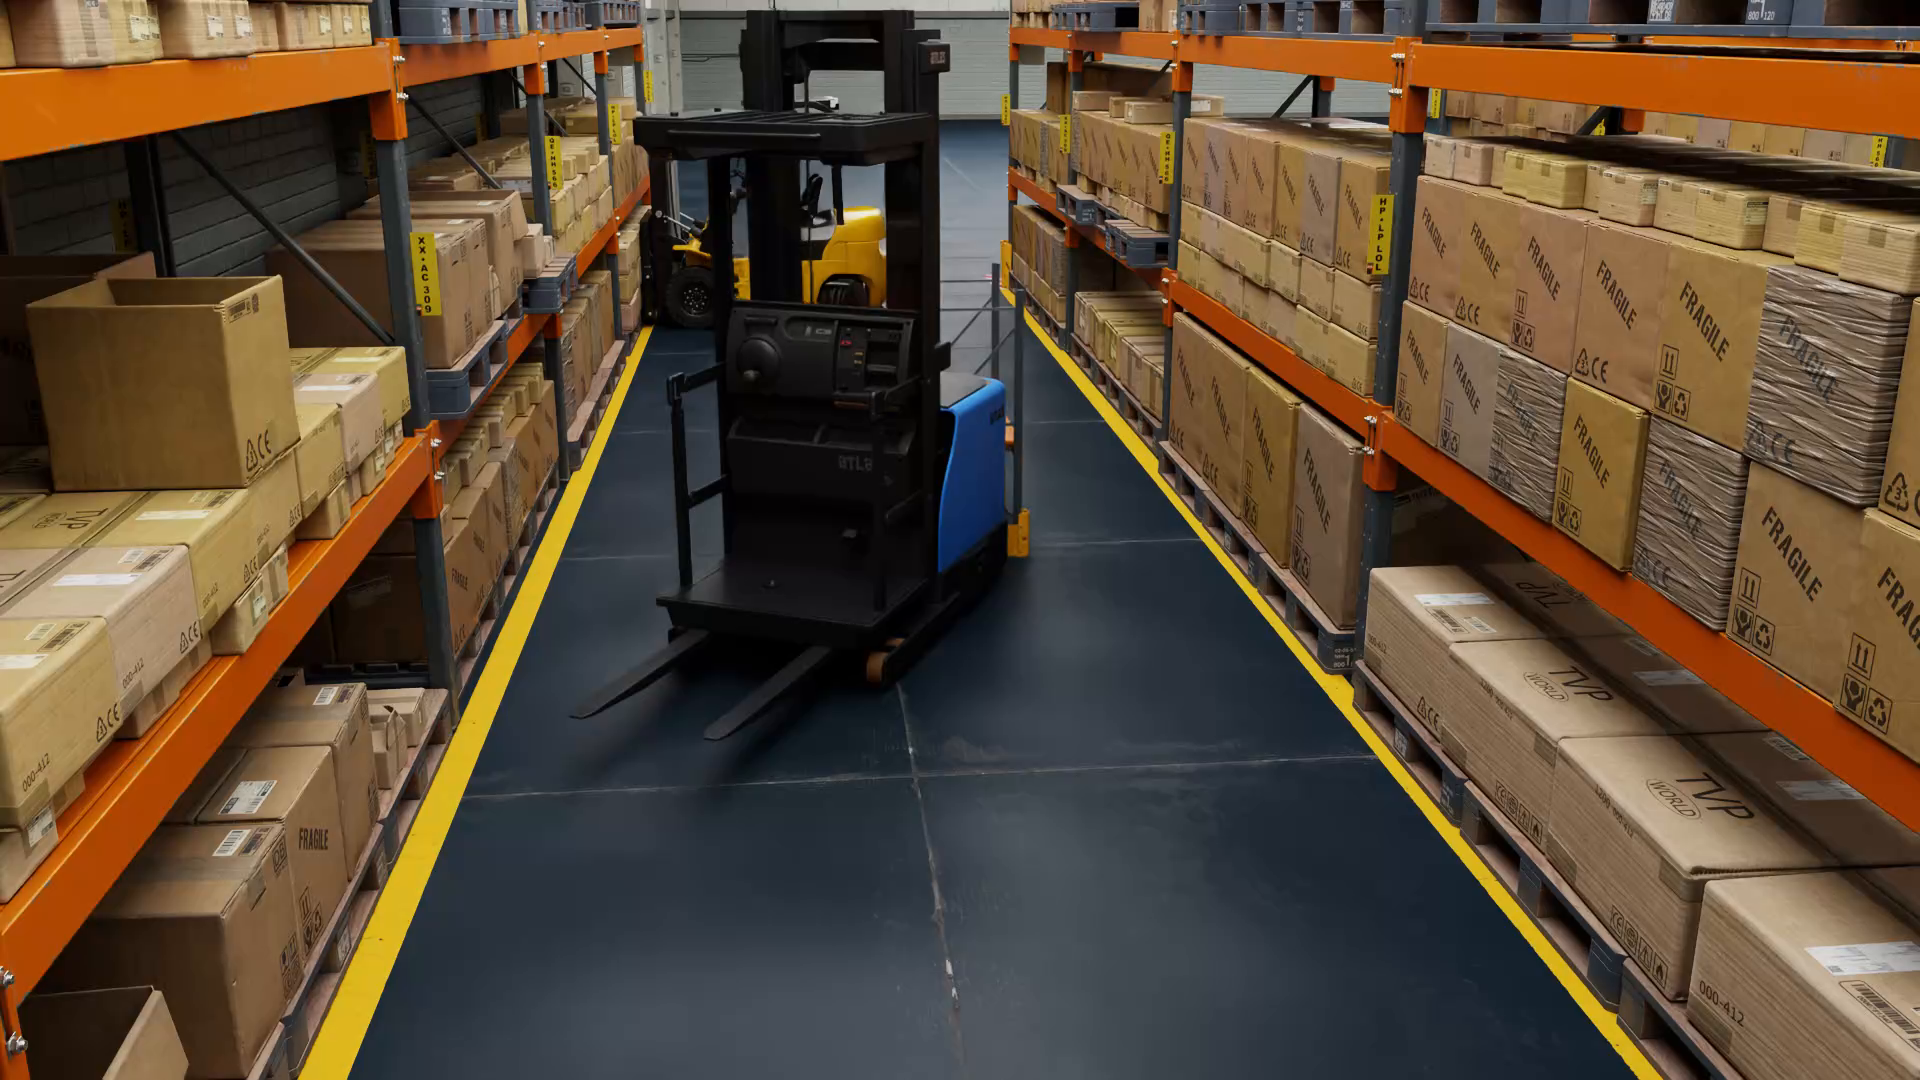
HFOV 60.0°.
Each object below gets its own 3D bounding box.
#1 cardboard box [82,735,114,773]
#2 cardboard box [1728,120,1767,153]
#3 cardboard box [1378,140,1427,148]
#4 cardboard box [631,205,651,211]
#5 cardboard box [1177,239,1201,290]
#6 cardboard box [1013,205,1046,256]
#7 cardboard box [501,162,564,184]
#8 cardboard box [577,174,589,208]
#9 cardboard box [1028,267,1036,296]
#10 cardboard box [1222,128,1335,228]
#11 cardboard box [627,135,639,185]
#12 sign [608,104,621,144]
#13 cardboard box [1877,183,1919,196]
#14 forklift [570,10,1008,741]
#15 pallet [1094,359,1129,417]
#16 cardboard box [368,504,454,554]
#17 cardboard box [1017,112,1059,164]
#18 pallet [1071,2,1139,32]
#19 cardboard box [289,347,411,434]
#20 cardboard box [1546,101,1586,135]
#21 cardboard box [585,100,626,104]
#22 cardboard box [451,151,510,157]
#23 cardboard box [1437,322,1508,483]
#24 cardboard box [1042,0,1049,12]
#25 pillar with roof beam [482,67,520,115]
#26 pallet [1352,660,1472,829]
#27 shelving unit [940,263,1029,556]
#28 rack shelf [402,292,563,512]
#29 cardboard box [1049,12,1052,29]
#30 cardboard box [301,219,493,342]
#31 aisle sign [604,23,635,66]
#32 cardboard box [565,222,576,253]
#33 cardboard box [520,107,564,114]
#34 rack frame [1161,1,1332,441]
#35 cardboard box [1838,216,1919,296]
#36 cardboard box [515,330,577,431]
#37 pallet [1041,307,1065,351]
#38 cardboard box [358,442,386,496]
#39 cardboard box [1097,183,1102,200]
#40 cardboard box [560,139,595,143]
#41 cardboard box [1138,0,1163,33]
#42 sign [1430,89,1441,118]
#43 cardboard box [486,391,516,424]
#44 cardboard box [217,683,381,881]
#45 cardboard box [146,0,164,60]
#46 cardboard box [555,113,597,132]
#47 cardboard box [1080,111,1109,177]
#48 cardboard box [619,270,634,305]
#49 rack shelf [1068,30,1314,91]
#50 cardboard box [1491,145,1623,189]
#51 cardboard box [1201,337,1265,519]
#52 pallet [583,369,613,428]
[{"bbox_3d":[-2.134,0.437,3.697,0.380,0.149,0.250,-2,18,-6],"label":"cardboard box"},{"bbox_3d":[6.588,-3.260,13.218,0.700,0.500,0.500,-2,18,-6],"label":"cardboard box"},{"bbox_3d":[2.397,-1.736,8.363,0.500,0.500,0.500,-2,18,-7],"label":"cardboard box"},{"bbox_3d":[-3.531,-3.430,17.814,0.500,0.250,0.500,-1,17,-4],"label":"cardboard box"},{"bbox_3d":[1.673,-1.738,10.455,0.500,0.250,0.500,-2,18,-7],"label":"cardboard box"},{"bbox_3d":[0.859,-3.337,17.935,0.500,0.500,0.500,-2,18,-7],"label":"cardboard box"},{"bbox_3d":[-2.924,-2.502,11.390,0.380,0.149,0.250,-2,17,-5],"label":"cardboard box"},{"bbox_3d":[-3.031,-2.572,12.278,0.500,0.250,0.500,-2,17,-5],"label":"cardboard box"},{"bbox_3d":[0.970,-2.671,17.068,0.500,0.250,0.500,-1,17,-2],"label":"cardboard box"},{"bbox_3d":[1.779,-2.031,9.302,0.500,0.500,0.500,-1,17,-4],"label":"cardboard box"},{"bbox_3d":[-3.480,-3.794,16.586,0.500,0.500,0.500,-2,18,-7],"label":"cardboard box"},{"bbox_3d":[-2.938,-3.534,14.127,0.100,0.325,0.005,-2,18,-6],"label":"sign"},{"bbox_3d":[2.818,-0.915,4.664,0.380,0.149,0.250,-2,18,-5],"label":"cardboard box"},{"bbox_3d":[-0.731,-0.868,7.550,1.130,2.935,3.031,6,19,19],"label":"forklift"},{"bbox_3d":[1.671,-1.228,13.236,1.003,0.211,1.213,-2,18,-6],"label":"pallet"},{"bbox_3d":[-2.424,-0.049,7.215,0.380,0.149,0.250,-1,17,-3],"label":"cardboard box"},{"bbox_3d":[0.877,-4.232,17.486,0.500,0.500,0.500,-1,17,-4],"label":"cardboard box"},{"bbox_3d":[1.528,-4.000,12.716,1.213,0.211,1.003,-2,18,-6],"label":"pallet"},{"bbox_3d":[-2.356,-0.543,6.152,0.500,0.250,0.500,-1,17,-4],"label":"cardboard box"},{"bbox_3d":[6.197,-4.196,15.980,0.875,0.550,0.550,-2,18,-6],"label":"cardboard box"},{"bbox_3d":[-3.580,-4.365,16.825,0.380,0.149,0.250,-2,18,-5],"label":"cardboard box"},{"bbox_3d":[-3.543,-2.790,12.307,0.380,0.149,0.250,-2,18,-5],"label":"cardboard box"},{"bbox_3d":[2.121,-0.521,6.162,0.500,0.500,0.500,-2,18,-5],"label":"cardboard box"},{"bbox_3d":[1.056,-5.082,15.603,0.500,0.250,0.500,-2,18,-7],"label":"cardboard box"},{"bbox_3d":[-0.432,-6.952,16.797,9.100,9.000,0.400,-2,18,-6],"label":"pillar with roof beam"},{"bbox_3d":[2.286,0.788,6.814,1.003,0.211,1.213,-2,18,-6],"label":"pallet"},{"bbox_3d":[0.042,-0.779,9.656,0.587,1.500,1.083,-2,18,-6],"label":"shelving unit"},{"bbox_3d":[-2.858,-0.869,8.639,1.077,0.370,4.000,-2,18,-6],"label":"rack shelf"},{"bbox_3d":[1.033,-4.858,15.553,0.380,0.149,0.250,-1,17,-4],"label":"cardboard box"},{"bbox_3d":[-2.532,-1.170,7.528,0.700,0.500,0.500,-2,17,-5],"label":"cardboard box"},{"bbox_3d":[-3.604,-5.461,17.723,0.394,0.787,0.004,-2,18,-6],"label":"aisle sign"},{"bbox_3d":[-2.913,-2.027,11.375,0.500,0.250,0.500,-2,18,-7],"label":"cardboard box"},{"bbox_3d":[-3.910,-3.968,15.561,0.380,0.149,0.250,-2,18,-6],"label":"cardboard box"},{"bbox_3d":[1.873,-1.963,10.922,1.000,3.000,0.127,-2,18,-6],"label":"rack frame"},{"bbox_3d":[2.302,-0.664,3.864,0.380,0.149,0.250,-2,18,-6],"label":"cardboard box"},{"bbox_3d":[-3.115,-1.062,11.316,0.875,0.625,0.625,-1,17,-4],"label":"cardboard box"},{"bbox_3d":[1.356,-2.023,15.769,1.003,0.211,1.213,-2,18,-6],"label":"pallet"},{"bbox_3d":[-2.268,-0.256,5.904,0.380,0.149,0.250,-1,17,-4],"label":"cardboard box"},{"bbox_3d":[1.310,-2.826,13.389,0.380,0.149,0.250,-2,17,-5],"label":"cardboard box"},{"bbox_3d":[-3.176,-3.186,13.568,0.380,0.149,0.250,-2,18,-6],"label":"cardboard box"},{"bbox_3d":[1.687,-3.897,11.902,0.797,0.503,0.637,-2,18,-6],"label":"cardboard box"},{"bbox_3d":[5.408,-4.965,18.906,0.100,0.325,0.005,-2,18,-6],"label":"sign"},{"bbox_3d":[-2.737,-0.746,9.435,0.380,0.149,0.250,-1,17,-4],"label":"cardboard box"},{"bbox_3d":[-2.364,0.817,5.539,0.700,0.500,0.500,-2,18,-8],"label":"cardboard box"},{"bbox_3d":[-2.147,-1.220,3.966,0.380,0.149,0.250,-2,18,-6],"label":"cardboard box"},{"bbox_3d":[-3.349,-3.678,14.638,0.380,0.149,0.250,-2,17,-5],"label":"cardboard box"},{"bbox_3d":[1.276,-3.247,13.647,0.500,0.500,0.500,-2,18,-5],"label":"cardboard box"},{"bbox_3d":[-3.219,-2.281,14.989,0.500,0.250,0.500,-2,18,-6],"label":"cardboard box"},{"bbox_3d":[1.667,-3.647,12.478,1.077,0.370,4.000,-2,18,-6],"label":"rack shelf"},{"bbox_3d":[2.171,-1.353,6.058,0.380,0.149,0.250,-2,18,-6],"label":"cardboard box"},{"bbox_3d":[1.949,-0.675,9.666,0.875,0.875,0.875,-2,17,-5],"label":"cardboard box"},{"bbox_3d":[-3.233,-1.087,12.787,1.003,0.211,1.213,-2,18,-6],"label":"pallet"}]
